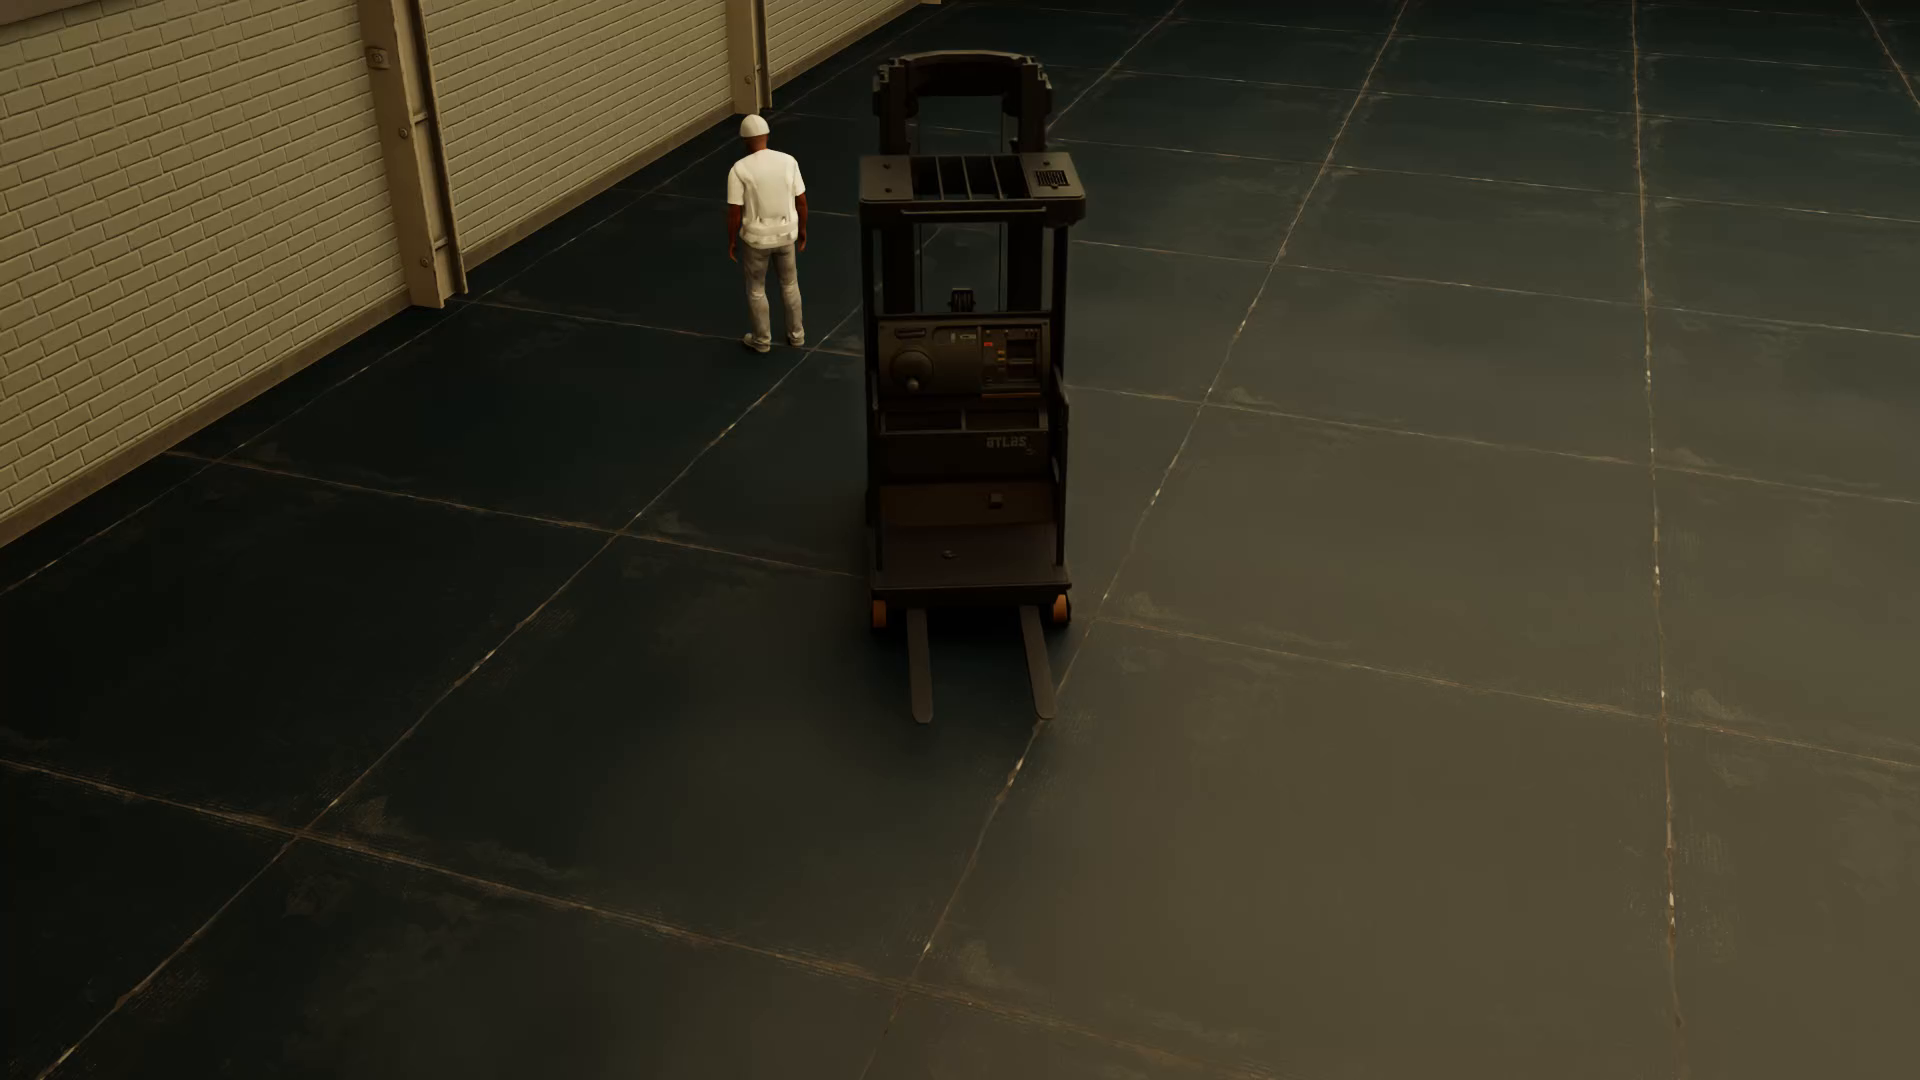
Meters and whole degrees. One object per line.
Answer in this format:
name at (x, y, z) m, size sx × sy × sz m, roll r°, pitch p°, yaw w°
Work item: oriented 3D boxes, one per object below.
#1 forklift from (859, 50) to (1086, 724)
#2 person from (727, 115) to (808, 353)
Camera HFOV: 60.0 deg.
forklift at (0.037, -0.948, 8.799) m, size 1.130 × 2.935 × 3.031 m, roll -2°, pitch 30°, yaw -3°
person at (-1.426, -2.253, 12.276) m, size 0.626 × 1.759 × 0.463 m, roll -13°, pitch 32°, yaw -22°
